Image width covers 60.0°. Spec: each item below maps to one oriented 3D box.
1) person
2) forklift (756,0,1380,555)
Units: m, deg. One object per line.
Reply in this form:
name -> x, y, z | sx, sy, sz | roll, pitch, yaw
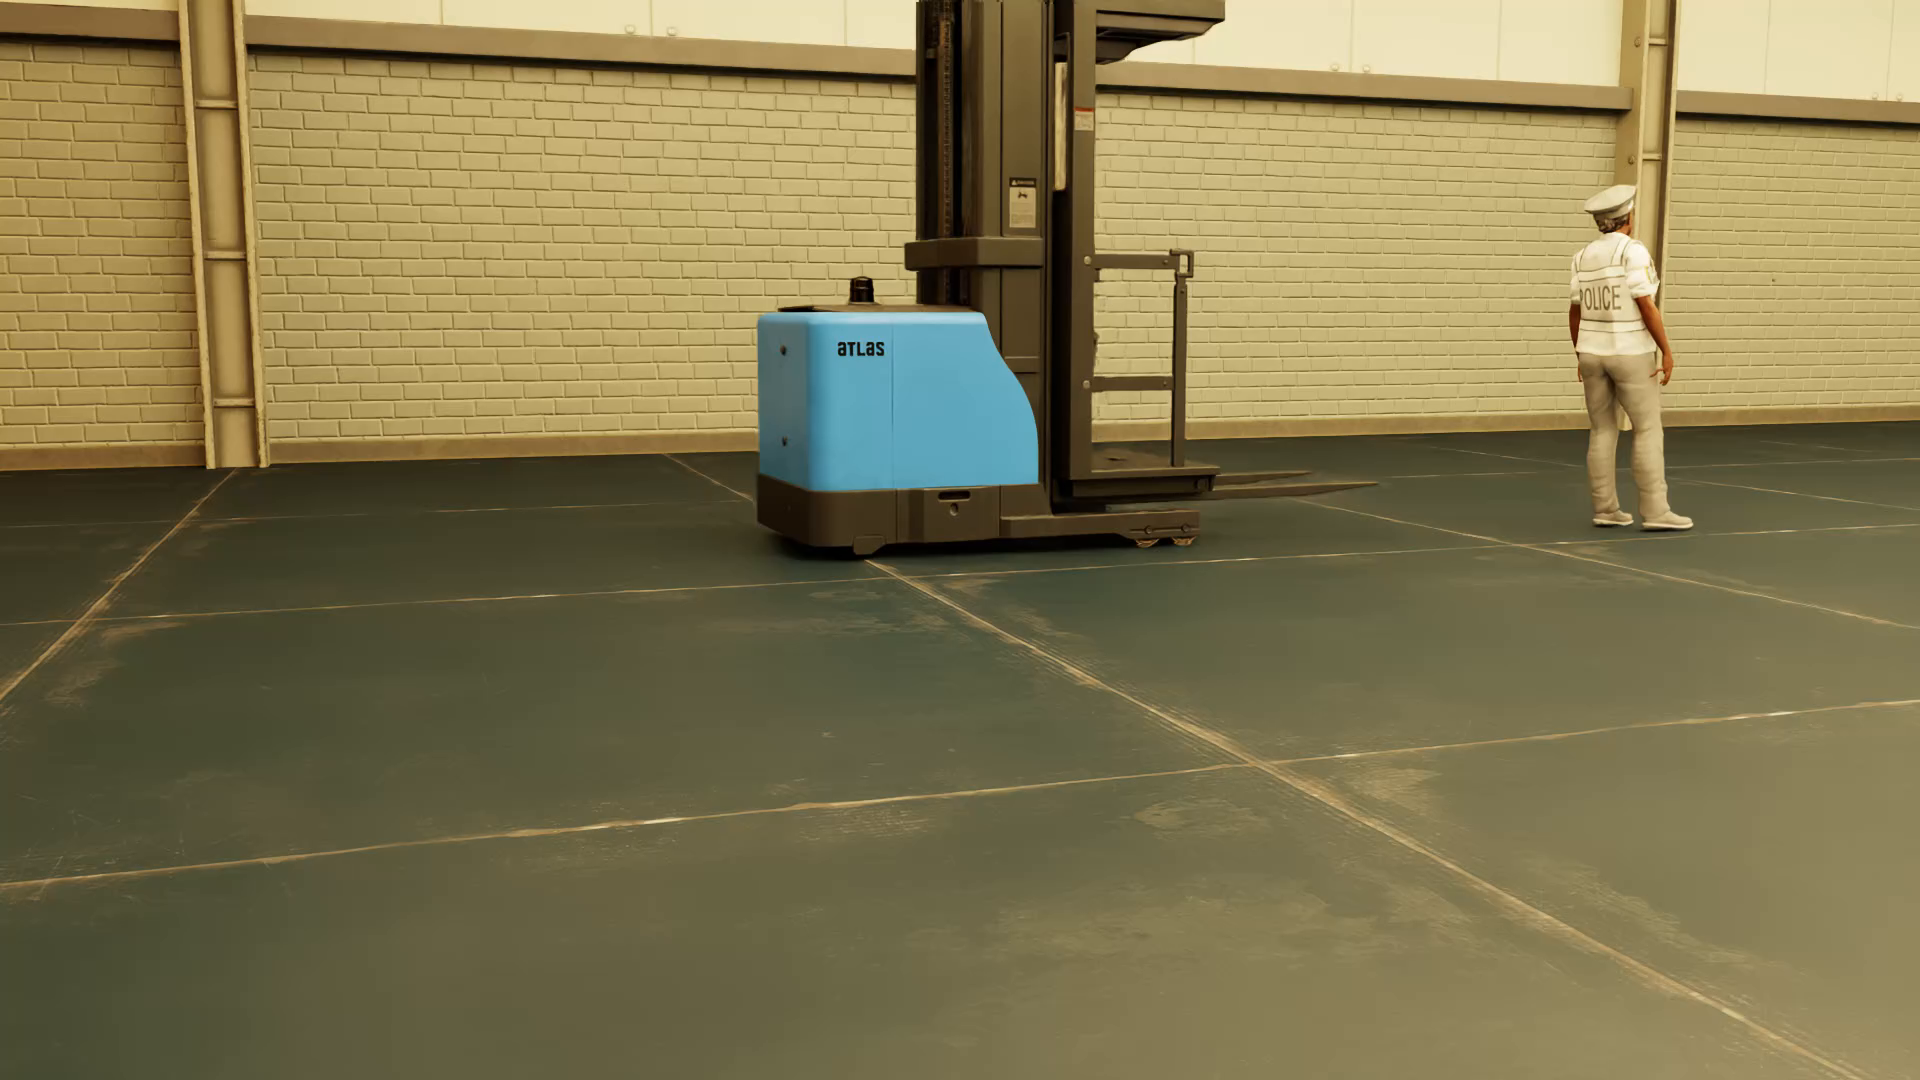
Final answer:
person -> 3.329, -0.908, 8.294 | 0.512, 1.702, 0.554 | -4, 9, -29
forklift -> 0.589, -1.486, 7.973 | 3.031, 2.935, 1.130 | -3, 8, -21
